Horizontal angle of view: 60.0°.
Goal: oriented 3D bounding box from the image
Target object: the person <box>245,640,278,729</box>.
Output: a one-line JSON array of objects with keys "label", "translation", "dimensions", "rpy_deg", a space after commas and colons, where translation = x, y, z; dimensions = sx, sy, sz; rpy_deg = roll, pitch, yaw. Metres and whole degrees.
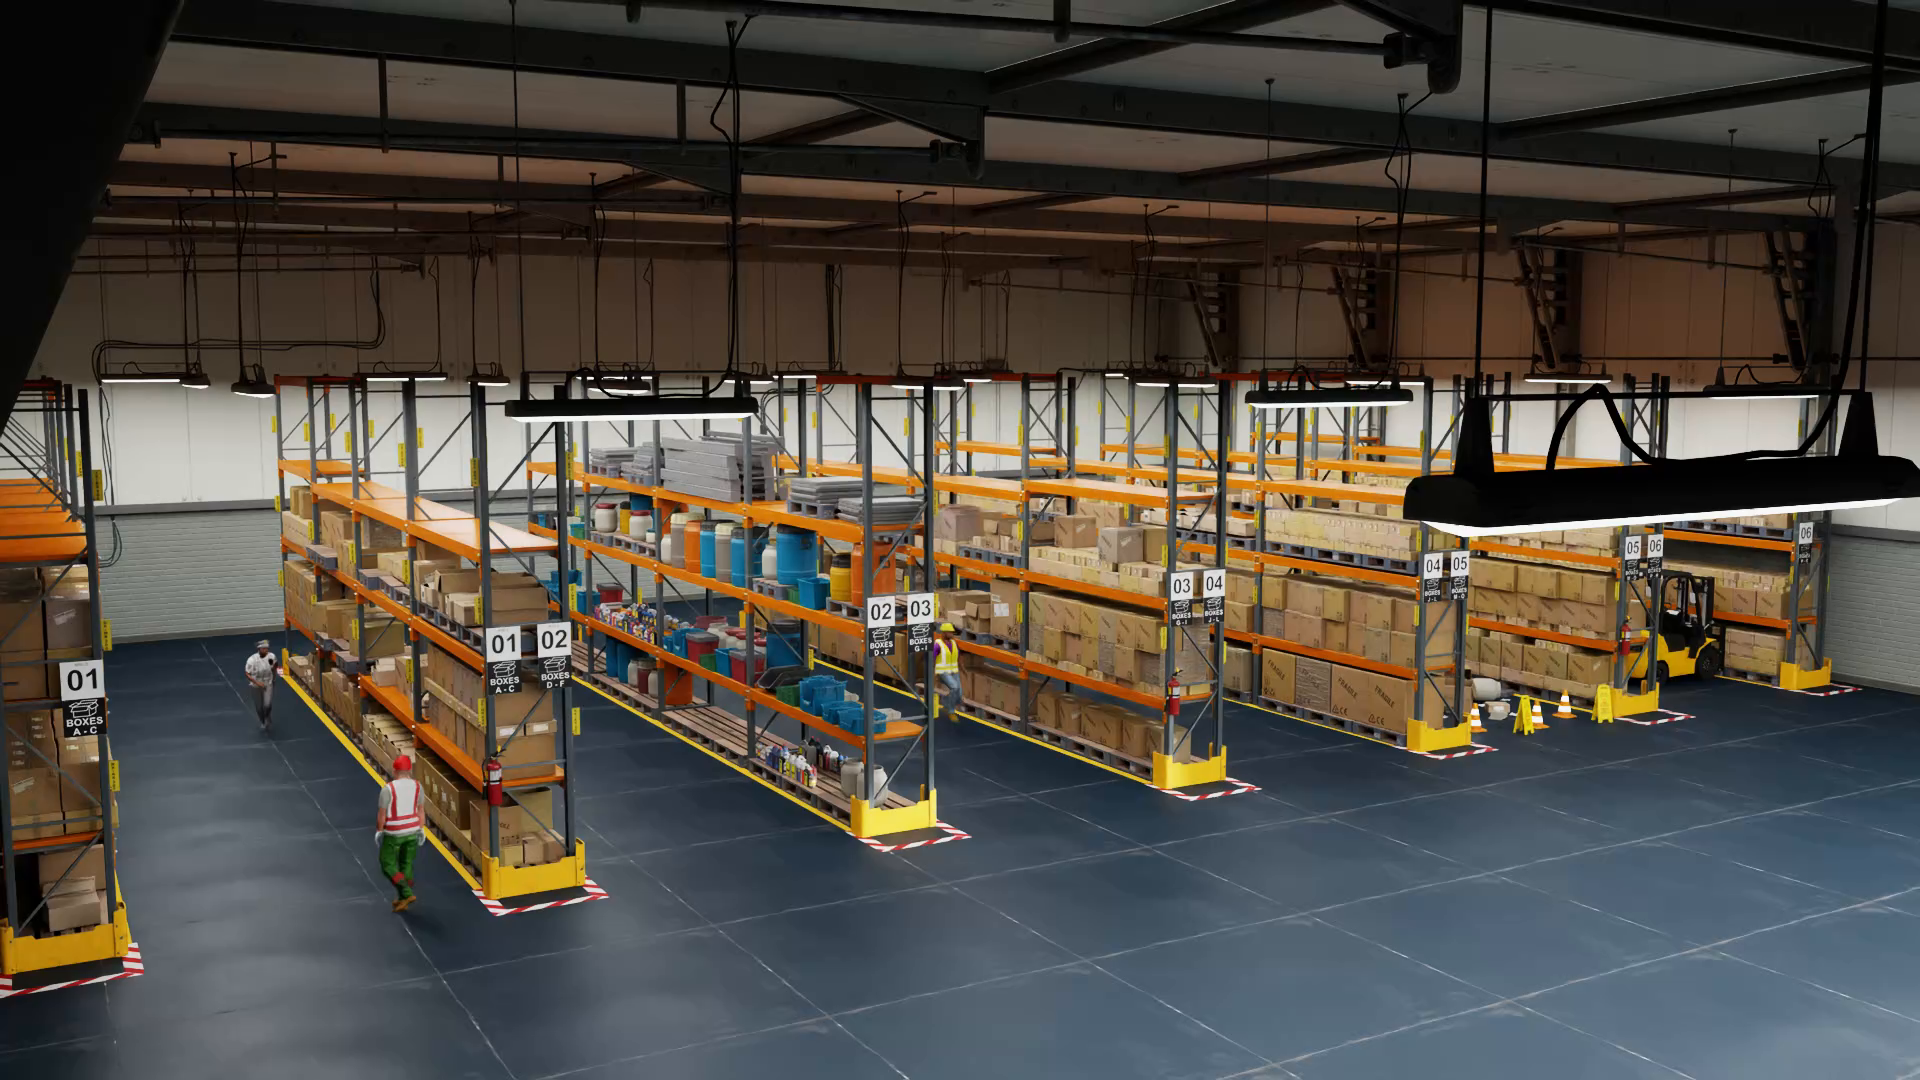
[{"label": "person", "translation": [-11.845, 2.452, 28.235], "dimensions": [0.513, 1.602, 0.732], "rpy_deg": [-2, 7, -20]}]

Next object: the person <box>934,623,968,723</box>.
[{"label": "person", "translation": [-0.134, 2.225, 28.157], "dimensions": [0.595, 1.606, 0.680], "rpy_deg": [-5, 8, -38]}]

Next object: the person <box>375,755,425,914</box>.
[{"label": "person", "translation": [-6.346, 3.362, 18.986], "dimensions": [0.562, 1.783, 0.608], "rpy_deg": [-6, 9, -43]}]
